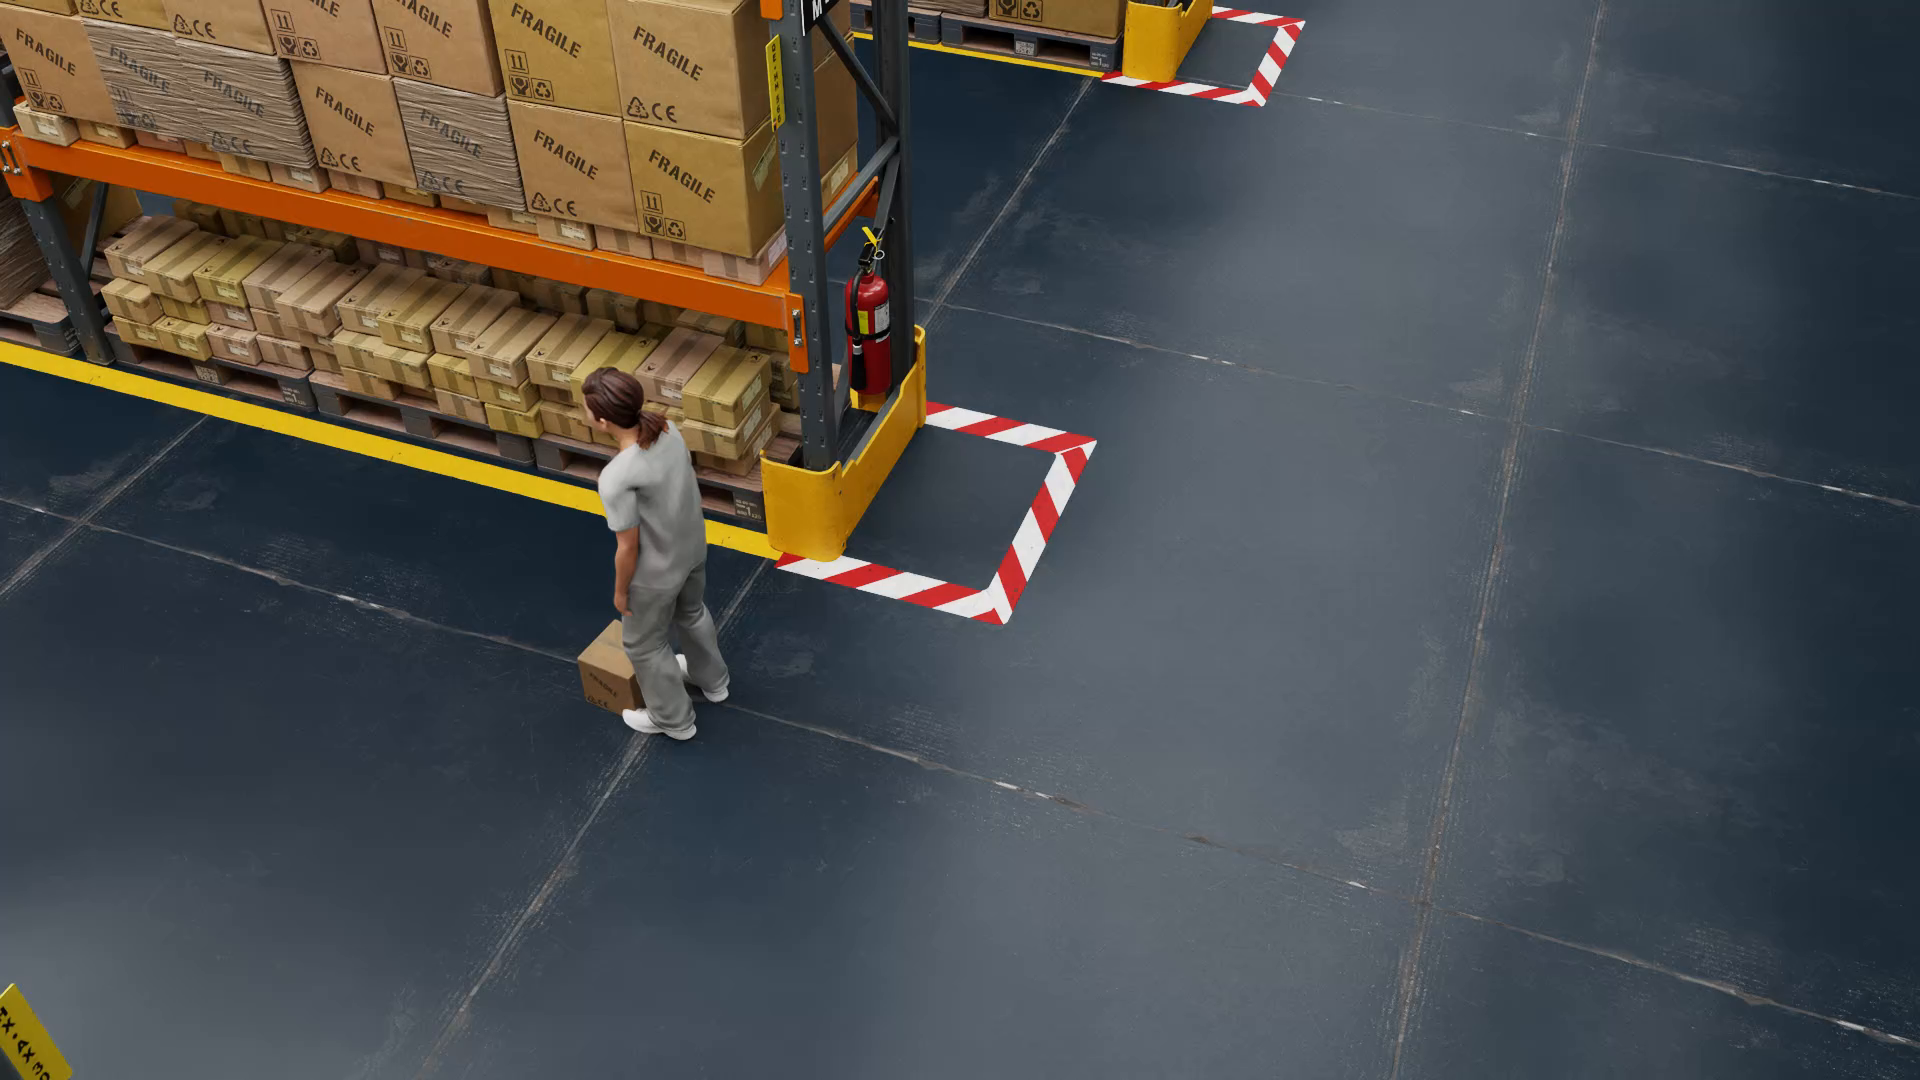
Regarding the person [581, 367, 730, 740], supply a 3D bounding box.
[{"bbox_3d":[-1.115,0.063,6.091,0.371,1.671,0.502,18,45,19],"label":"person"}]
